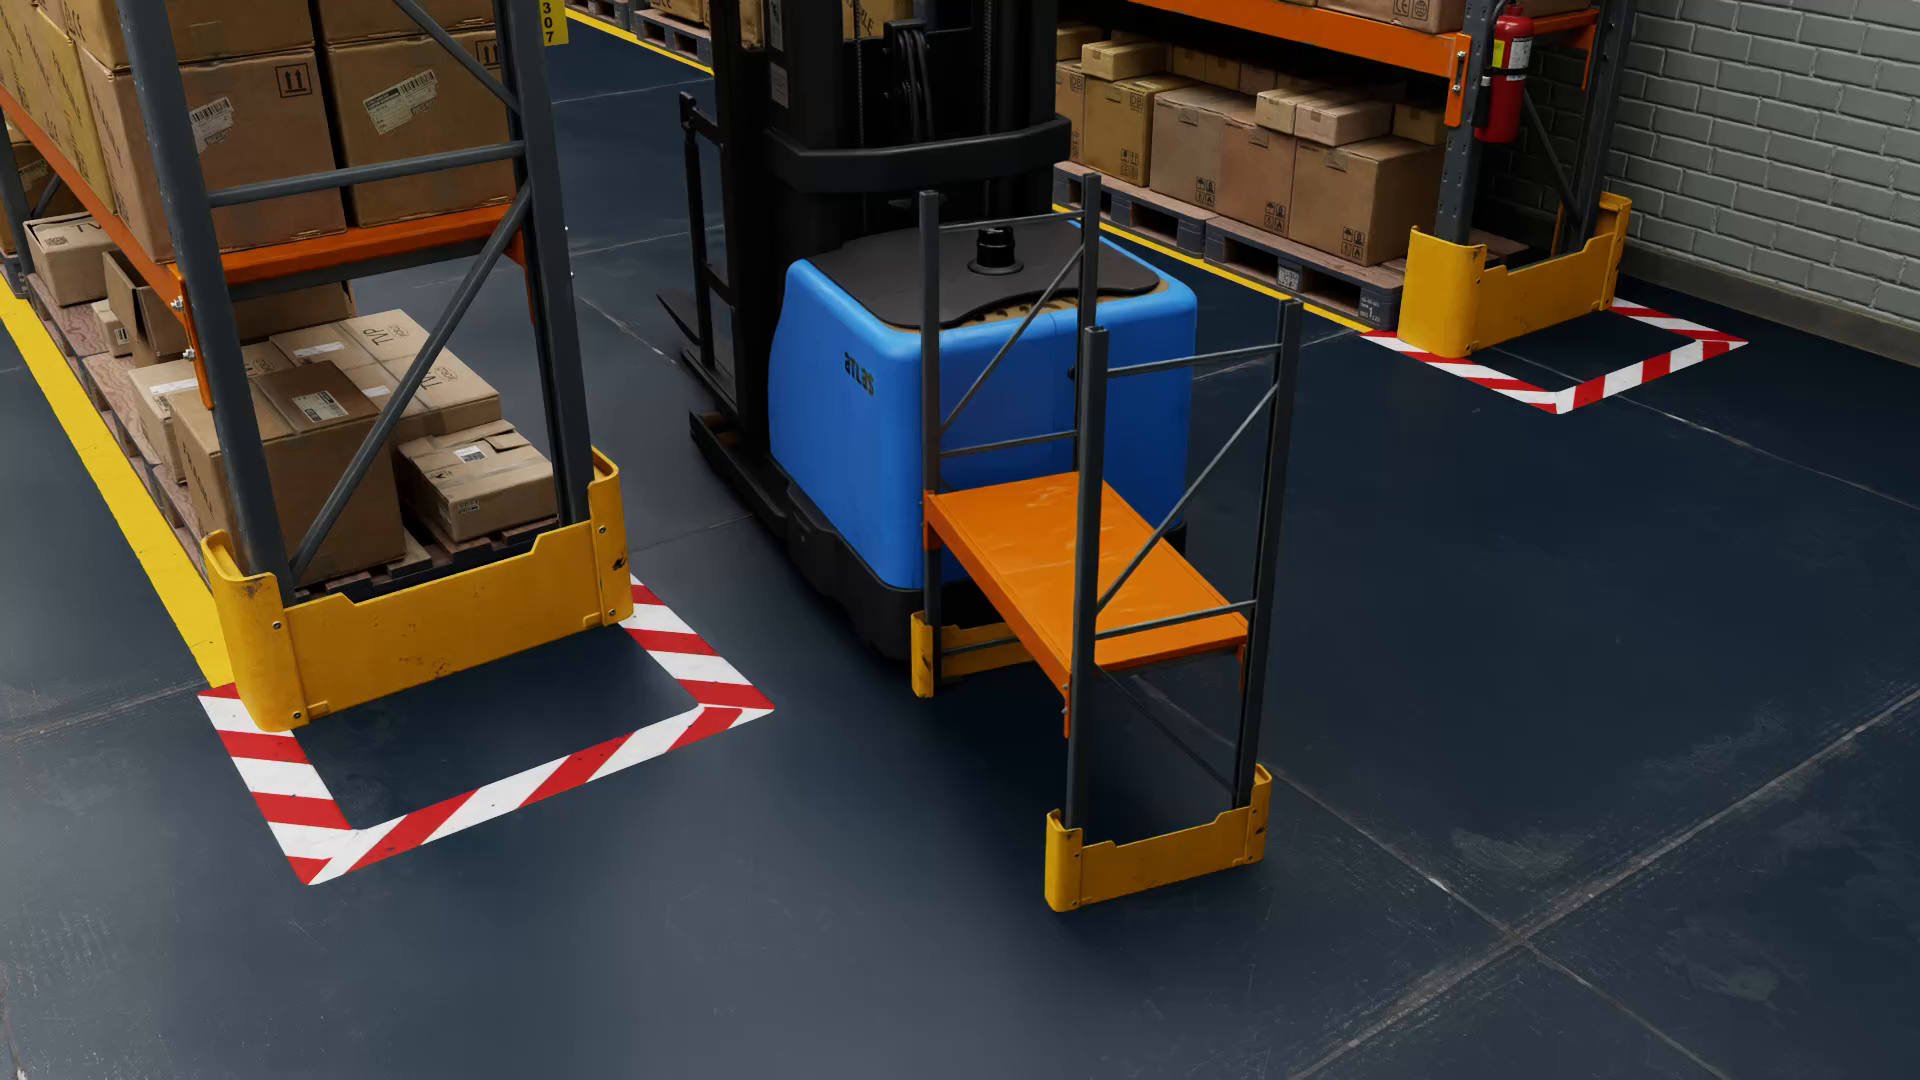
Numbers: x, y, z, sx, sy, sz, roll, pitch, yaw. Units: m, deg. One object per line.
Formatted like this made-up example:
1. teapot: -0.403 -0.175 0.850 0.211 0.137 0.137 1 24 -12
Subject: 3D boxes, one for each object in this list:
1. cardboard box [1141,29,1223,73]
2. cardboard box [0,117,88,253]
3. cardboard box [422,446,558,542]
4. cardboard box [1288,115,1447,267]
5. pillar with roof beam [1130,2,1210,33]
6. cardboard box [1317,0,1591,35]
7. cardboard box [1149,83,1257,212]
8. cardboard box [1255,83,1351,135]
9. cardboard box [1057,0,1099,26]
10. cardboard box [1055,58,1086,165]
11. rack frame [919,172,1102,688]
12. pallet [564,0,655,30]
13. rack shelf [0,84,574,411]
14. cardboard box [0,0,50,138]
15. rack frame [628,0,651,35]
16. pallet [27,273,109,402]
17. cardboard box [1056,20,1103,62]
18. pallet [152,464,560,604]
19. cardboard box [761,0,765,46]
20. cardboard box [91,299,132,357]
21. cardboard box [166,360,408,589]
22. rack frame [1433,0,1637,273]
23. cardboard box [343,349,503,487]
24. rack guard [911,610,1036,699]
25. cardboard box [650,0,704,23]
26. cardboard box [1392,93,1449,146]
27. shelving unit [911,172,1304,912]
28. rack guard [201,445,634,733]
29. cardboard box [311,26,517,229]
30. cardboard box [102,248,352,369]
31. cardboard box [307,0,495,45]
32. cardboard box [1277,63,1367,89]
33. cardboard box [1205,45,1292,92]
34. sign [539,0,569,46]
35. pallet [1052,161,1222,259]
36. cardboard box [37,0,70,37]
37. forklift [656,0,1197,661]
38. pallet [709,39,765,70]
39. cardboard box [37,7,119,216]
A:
1. cardboard box: 1.196 -2.642 8.971 0.380 0.149 0.250 -18 33 -30
2. cardboard box: -4.391 -1.718 7.928 0.500 0.500 0.500 -19 34 -31
3. cardboard box: -1.514 -0.154 5.417 0.380 0.149 0.250 -19 34 -31
4. cardboard box: 1.994 -1.659 7.840 0.700 0.500 0.500 -19 34 -31
5. pillar with roof beam: -2.235 -5.295 6.071 9.100 9.000 0.400 -19 34 -31
6. cardboard box: 2.178 -2.656 7.182 0.980 0.700 0.700 -17 33 -28
7. cardboard box: 1.412 -2.049 8.558 0.700 0.500 0.500 -20 34 -32
8. cardboard box: 1.623 -2.042 7.867 0.380 0.149 0.250 -18 33 -29
9. cardboard box: 0.590 -3.047 9.716 0.380 0.149 0.250 -19 34 -31
10. cardboard box: 0.801 -2.454 9.305 0.700 0.500 0.500 -19 34 -31
11. rack frame: 0.134 -0.266 4.668 0.500 1.500 0.032 -10 30 -18
12. pallet: -2.611 -4.517 13.846 1.003 0.211 1.213 -19 34 -31
13. rack shelf: -2.711 -1.417 5.970 1.077 0.370 4.000 -19 34 -31
14. cardboard box: -2.914 -1.690 5.615 0.500 0.500 0.500 -19 34 -31
15. rack frame: -2.159 -5.438 12.621 1.000 3.000 0.127 -19 34 -31
16. pallet: -3.474 -1.018 7.403 1.003 0.211 1.213 -19 34 -31
17. cardboard box: 0.562 -2.752 9.173 0.380 0.149 0.250 -18 33 -29
18. pallet: -2.058 -0.069 5.656 1.003 0.211 1.213 -19 34 -31
19. cardboard box: -0.839 -3.685 11.204 0.750 0.750 0.750 -18 33 -29
20. cardboard box: -3.294 -0.902 6.776 0.380 0.166 0.250 -19 34 -31
21. cardboard box: -2.067 -0.194 5.122 0.500 0.500 0.500 -19 34 -31
22. rack frame: 2.482 -2.328 6.894 1.000 3.000 0.127 -19 34 -31
23. cardboard box: -1.926 -0.425 5.809 0.500 0.250 0.500 -19 34 -31
24. rack guard: 0.141 0.292 4.950 0.587 0.250 0.087 -10 30 -18
25. cardboard box: -1.839 -4.356 12.440 0.750 0.750 0.750 -19 34 -31
26. cardboard box: 2.230 -1.951 7.698 0.380 0.149 0.250 -19 34 -30
27. shelving unit: 0.317 -0.035 4.242 0.587 1.500 1.083 -10 30 -18
28. rack guard: -1.595 0.113 5.017 1.175 0.500 0.348 -19 34 -31
29. cardboard box: -1.594 -1.245 4.794 0.500 0.500 0.500 -18 33 -30
30. cardboard box: -2.777 -0.878 6.378 0.797 0.503 0.637 -19 34 -31
31. cardboard box: -1.594 -1.684 4.556 0.500 0.500 0.500 -18 33 -29
32. cardboard box: 1.790 -2.245 8.240 0.380 0.149 0.250 -18 34 -30
33. cardboard box: 1.493 -2.443 8.605 0.380 0.149 0.250 -18 33 -30
34. sign: -1.109 -1.486 4.436 0.100 0.325 0.005 -19 34 -31
35. pallet: 1.251 -1.866 8.965 1.003 0.211 1.213 -19 34 -31
36. cardboard box: -2.327 -1.732 4.643 0.500 0.500 0.500 -18 33 -29
37. forklift: -0.376 -1.608 5.639 1.130 2.935 3.031 -13 31 -22
38. pallet: -1.059 -3.412 11.811 1.003 0.211 1.213 -19 34 -31
39. cardboard box: -2.336 -1.299 4.894 0.500 0.500 0.500 -18 34 -30
